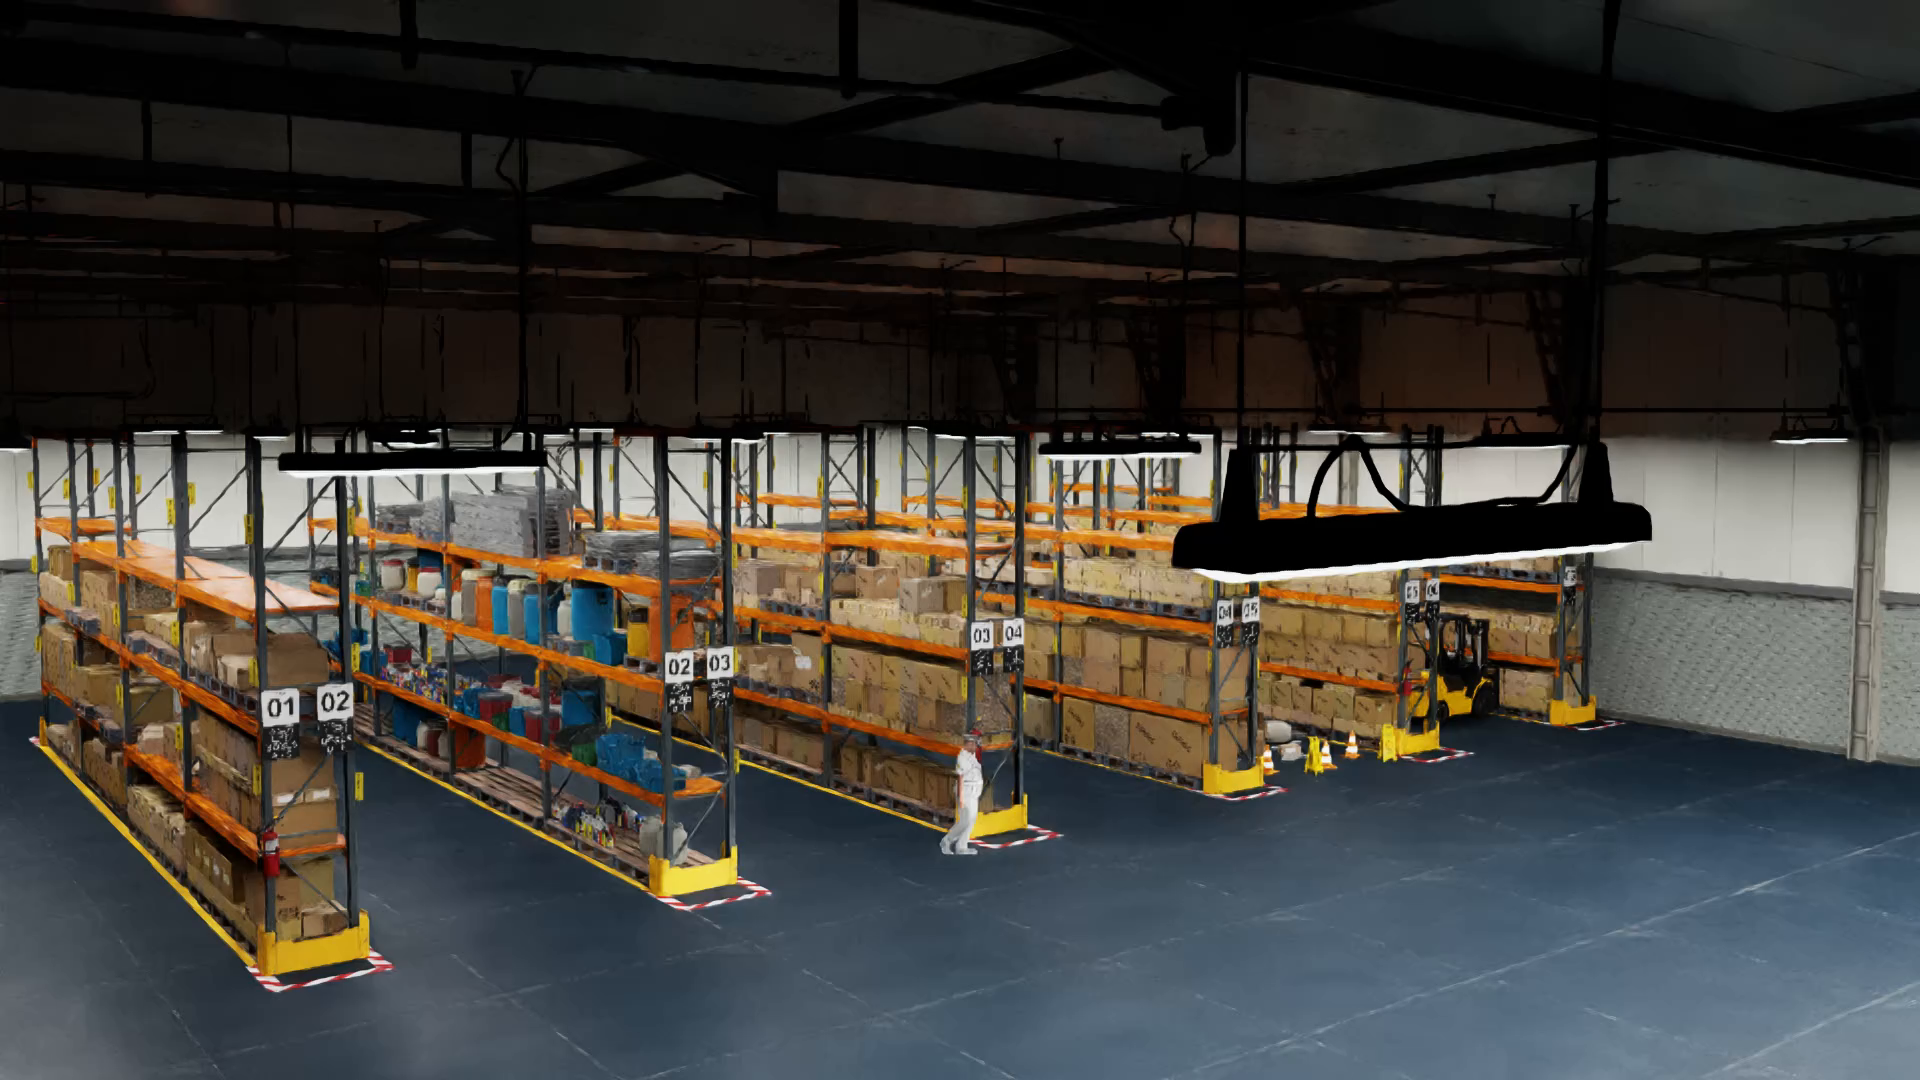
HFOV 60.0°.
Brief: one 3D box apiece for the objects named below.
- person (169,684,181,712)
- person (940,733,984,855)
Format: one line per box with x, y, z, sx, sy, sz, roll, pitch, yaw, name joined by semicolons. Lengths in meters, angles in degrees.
-15.642;2.907;33.318;0.455;1.612;1.019;-3;6;-37;person
0.019;3.622;23.596;0.562;1.728;0.734;1;5;14;person
